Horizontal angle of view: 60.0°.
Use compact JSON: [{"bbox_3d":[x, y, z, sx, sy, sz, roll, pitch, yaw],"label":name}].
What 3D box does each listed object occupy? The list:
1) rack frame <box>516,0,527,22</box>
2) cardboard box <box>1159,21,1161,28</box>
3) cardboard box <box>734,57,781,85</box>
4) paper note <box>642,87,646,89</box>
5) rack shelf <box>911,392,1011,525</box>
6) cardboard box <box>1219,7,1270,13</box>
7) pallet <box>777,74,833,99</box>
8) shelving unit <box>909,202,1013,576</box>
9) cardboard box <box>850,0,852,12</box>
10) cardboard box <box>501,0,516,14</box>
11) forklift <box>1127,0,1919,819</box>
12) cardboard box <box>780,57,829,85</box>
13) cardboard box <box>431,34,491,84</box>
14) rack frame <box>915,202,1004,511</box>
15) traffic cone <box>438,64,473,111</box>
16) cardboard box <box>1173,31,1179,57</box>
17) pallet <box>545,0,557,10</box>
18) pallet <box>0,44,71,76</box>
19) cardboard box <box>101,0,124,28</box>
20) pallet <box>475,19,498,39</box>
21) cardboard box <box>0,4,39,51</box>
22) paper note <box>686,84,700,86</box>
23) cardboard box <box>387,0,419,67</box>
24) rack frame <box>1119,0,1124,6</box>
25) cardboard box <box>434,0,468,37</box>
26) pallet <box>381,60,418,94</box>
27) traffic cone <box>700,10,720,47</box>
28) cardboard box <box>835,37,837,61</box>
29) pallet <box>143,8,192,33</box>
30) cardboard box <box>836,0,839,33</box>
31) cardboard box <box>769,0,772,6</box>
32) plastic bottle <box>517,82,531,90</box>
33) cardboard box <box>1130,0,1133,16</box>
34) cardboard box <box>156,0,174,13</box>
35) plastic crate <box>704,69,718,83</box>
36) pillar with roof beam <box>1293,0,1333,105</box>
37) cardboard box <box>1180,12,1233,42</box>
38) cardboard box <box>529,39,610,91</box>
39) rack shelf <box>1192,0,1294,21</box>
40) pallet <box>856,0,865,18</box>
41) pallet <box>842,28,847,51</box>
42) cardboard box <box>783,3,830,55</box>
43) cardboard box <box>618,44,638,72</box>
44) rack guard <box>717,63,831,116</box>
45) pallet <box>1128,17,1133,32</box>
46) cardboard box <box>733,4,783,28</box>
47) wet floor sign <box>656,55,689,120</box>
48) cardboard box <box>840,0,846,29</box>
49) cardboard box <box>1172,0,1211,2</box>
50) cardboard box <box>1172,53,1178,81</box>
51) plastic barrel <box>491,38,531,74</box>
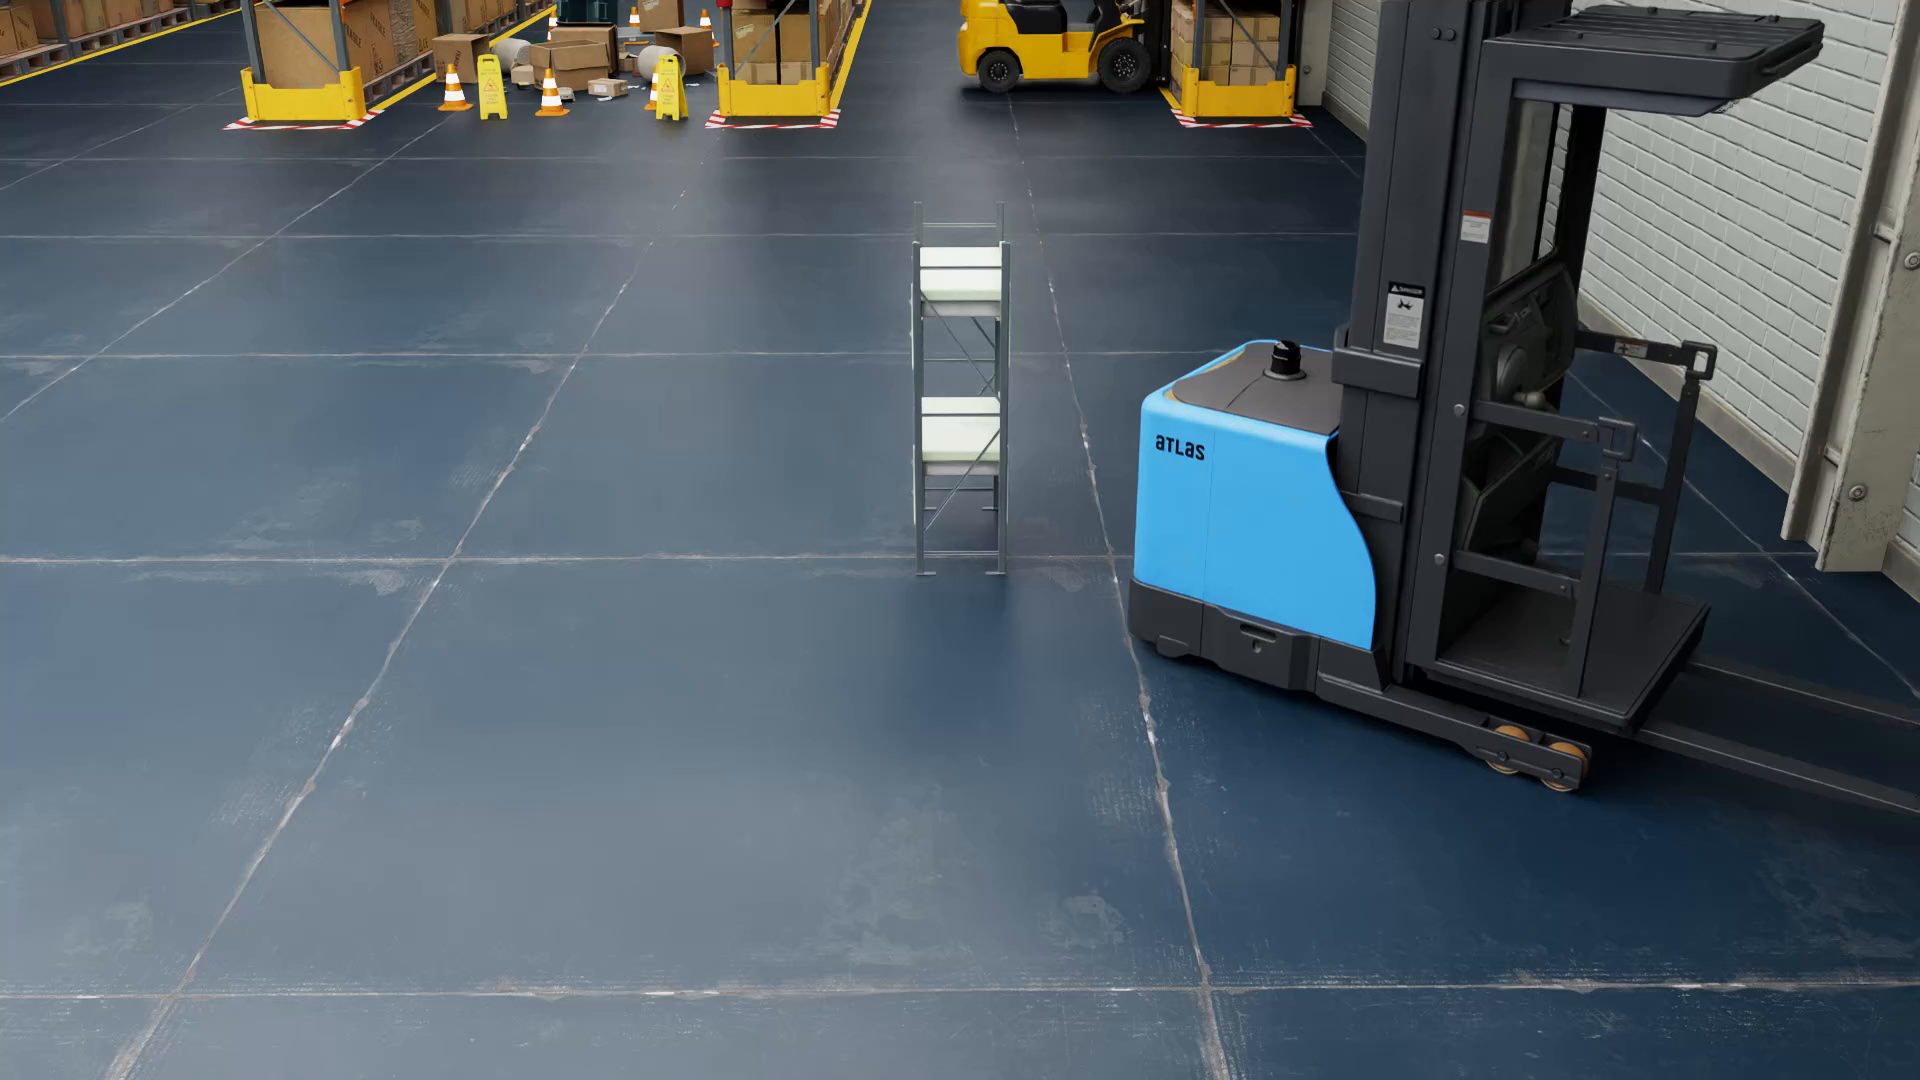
[{"bbox_3d":[-7.023,-9.171,24.387,1.000,3.000,0.127,0,24,-1],"label":"rack frame"},{"bbox_3d":[2.631,-6.161,19.953,0.500,0.250,0.500,0,24,-1],"label":"cardboard box"},{"bbox_3d":[-2.265,-5.219,18.476,0.500,0.250,0.500,0,24,-1],"label":"cardboard box"},{"bbox_3d":[-3.685,-5.269,19.388,0.032,0.001,0.123,0,24,-1],"label":"paper note"},{"bbox_3d":[0.000,-0.384,7.569,0.431,0.370,0.720,0,24,-1],"label":"rack shelf"},{"bbox_3d":[3.151,-5.761,18.462,0.500,0.250,0.500,0,24,0],"label":"cardboard box"},{"bbox_3d":[-1.961,-5.034,18.624,1.003,0.211,1.213,0,24,-1],"label":"pallet"},{"bbox_3d":[0.000,-0.681,7.435,0.431,1.500,0.755,0,24,-1],"label":"shelving unit"},{"bbox_3d":[-2.078,-7.996,24.469,0.950,0.372,0.625,-2,24,-4],"label":"cardboard box"},{"bbox_3d":[-7.106,-8.086,24.209,1.050,0.750,0.750,-1,24,-1],"label":"cardboard box"},{"bbox_3d":[2.172,-0.706,5.755,3.031,2.935,1.130,17,29,32],"label":"forklift"},{"bbox_3d":[-1.719,-5.211,18.458,0.500,0.250,0.500,0,24,-1],"label":"cardboard box"},{"bbox_3d":[-5.936,-5.750,19.854,0.500,0.500,0.500,4,25,9],"label":"cardboard box"},{"bbox_3d":[-0.004,-0.831,7.768,0.400,1.500,0.023,0,24,-1],"label":"rack frame"},{"bbox_3d":[-5.521,-4.944,18.119,0.336,0.463,0.334,0,24,-1],"label":"traffic cone"},{"bbox_3d":[2.664,-5.534,18.567,0.500,0.250,0.500,0,24,-1],"label":"cardboard box"},{"bbox_3d":[-7.040,-8.724,26.783,1.003,0.211,1.213,0,24,-1],"label":"pallet"},{"bbox_3d":[-11.897,-5.995,20.749,1.003,0.211,1.213,0,24,-1],"label":"pallet"},{"bbox_3d":[-11.918,-7.284,22.714,0.700,0.500,0.500,-2,24,-5],"label":"cardboard box"},{"bbox_3d":[-7.079,-7.074,23.134,1.003,0.211,1.213,0,24,-1],"label":"pallet"},{"bbox_3d":[-11.976,-6.429,20.850,0.500,0.500,0.500,-1,24,-2],"label":"cardboard box"},{"bbox_3d":[-3.142,-5.368,19.581,0.142,0.019,0.148,-9,26,-19],"label":"paper note"},{"bbox_3d":[-7.029,-6.115,19.699,0.875,0.875,0.875,0,24,0],"label":"cardboard box"},{"bbox_3d":[2.889,-9.259,24.581,1.000,3.000,0.127,0,24,-1],"label":"rack frame"},{"bbox_3d":[-7.076,-6.944,21.685,1.050,0.750,0.750,0,24,-1],"label":"cardboard box"},{"bbox_3d":[-7.033,-5.435,19.510,1.003,0.211,1.213,0,24,-1],"label":"pallet"},{"bbox_3d":[-3.444,-6.935,22.523,0.336,0.463,0.334,0,24,-1],"label":"traffic cone"},{"bbox_3d":[-1.739,-5.854,19.880,0.500,0.250,0.500,0,24,0],"label":"cardboard box"},{"bbox_3d":[-11.977,-7.598,24.293,1.003,0.211,1.213,0,24,-1],"label":"pallet"},{"bbox_3d":[-1.748,-6.415,20.210,0.500,0.500,0.500,0,24,0],"label":"cardboard box"},{"bbox_3d":[-2.327,-6.098,18.722,0.380,0.149,0.250,0,24,0],"label":"cardboard box"},{"bbox_3d":[-5.094,-5.300,19.394,0.133,0.061,0.283,-9,26,-19],"label":"plastic bottle"},{"bbox_3d":[2.897,-7.842,23.821,0.875,0.625,0.625,1,24,1],"label":"cardboard box"},{"bbox_3d":[-11.956,-7.976,24.244,0.700,0.500,0.500,-2,24,-3],"label":"cardboard box"},{"bbox_3d":[-2.833,-5.606,20.047,0.402,0.080,0.583,-9,26,-19],"label":"plastic crate"},{"bbox_3d":[-0.435,-8.967,16.657,9.100,9.000,0.400,0,24,-1],"label":"pillar with roof beam"},{"bbox_3d":[2.660,-5.545,17.983,0.500,0.250,0.500,1,24,1],"label":"cardboard box"},{"bbox_3d":[-4.538,-5.513,19.330,0.797,0.503,0.637,-19,31,-36],"label":"cardboard box"},{"bbox_3d":[2.955,-6.459,19.263,1.077,0.370,4.000,0,24,-1],"label":"rack shelf"},{"bbox_3d":[-2.007,-8.290,25.822,1.003,0.211,1.213,0,24,-1],"label":"pallet"},{"bbox_3d":[-2.041,-6.637,22.168,1.003,0.211,1.213,0,24,-1],"label":"pallet"},{"bbox_3d":[-1.730,-5.777,18.801,0.500,0.500,0.500,-1,24,-3],"label":"cardboard box"},{"bbox_3d":[-4.168,-5.996,20.684,0.258,0.266,0.396,-19,31,-36],"label":"cardboard box"},{"bbox_3d":[-1.988,-4.831,17.824,1.175,0.500,0.348,0,24,-1],"label":"rack guard"},{"bbox_3d":[2.870,-7.147,23.297,1.003,0.211,1.213,0,24,-1],"label":"pallet"},{"bbox_3d":[-2.266,-5.763,18.768,0.500,0.500,0.500,1,24,1],"label":"cardboard box"},{"bbox_3d":[-3.055,-4.783,17.541,0.267,0.644,0.232,8,26,18],"label":"wet floor sign"},{"bbox_3d":[-2.050,-7.093,22.472,0.950,0.372,0.625,1,24,3],"label":"cardboard box"},{"bbox_3d":[2.635,-6.172,19.370,0.500,0.250,0.500,-1,24,-2],"label":"cardboard box"},{"bbox_3d":[2.659,-5.298,18.651,0.500,0.250,0.500,0,24,-1],"label":"cardboard box"},{"bbox_3d":[-5.433,-5.888,20.256,0.512,0.421,0.421,19,30,35],"label":"plastic barrel"}]
